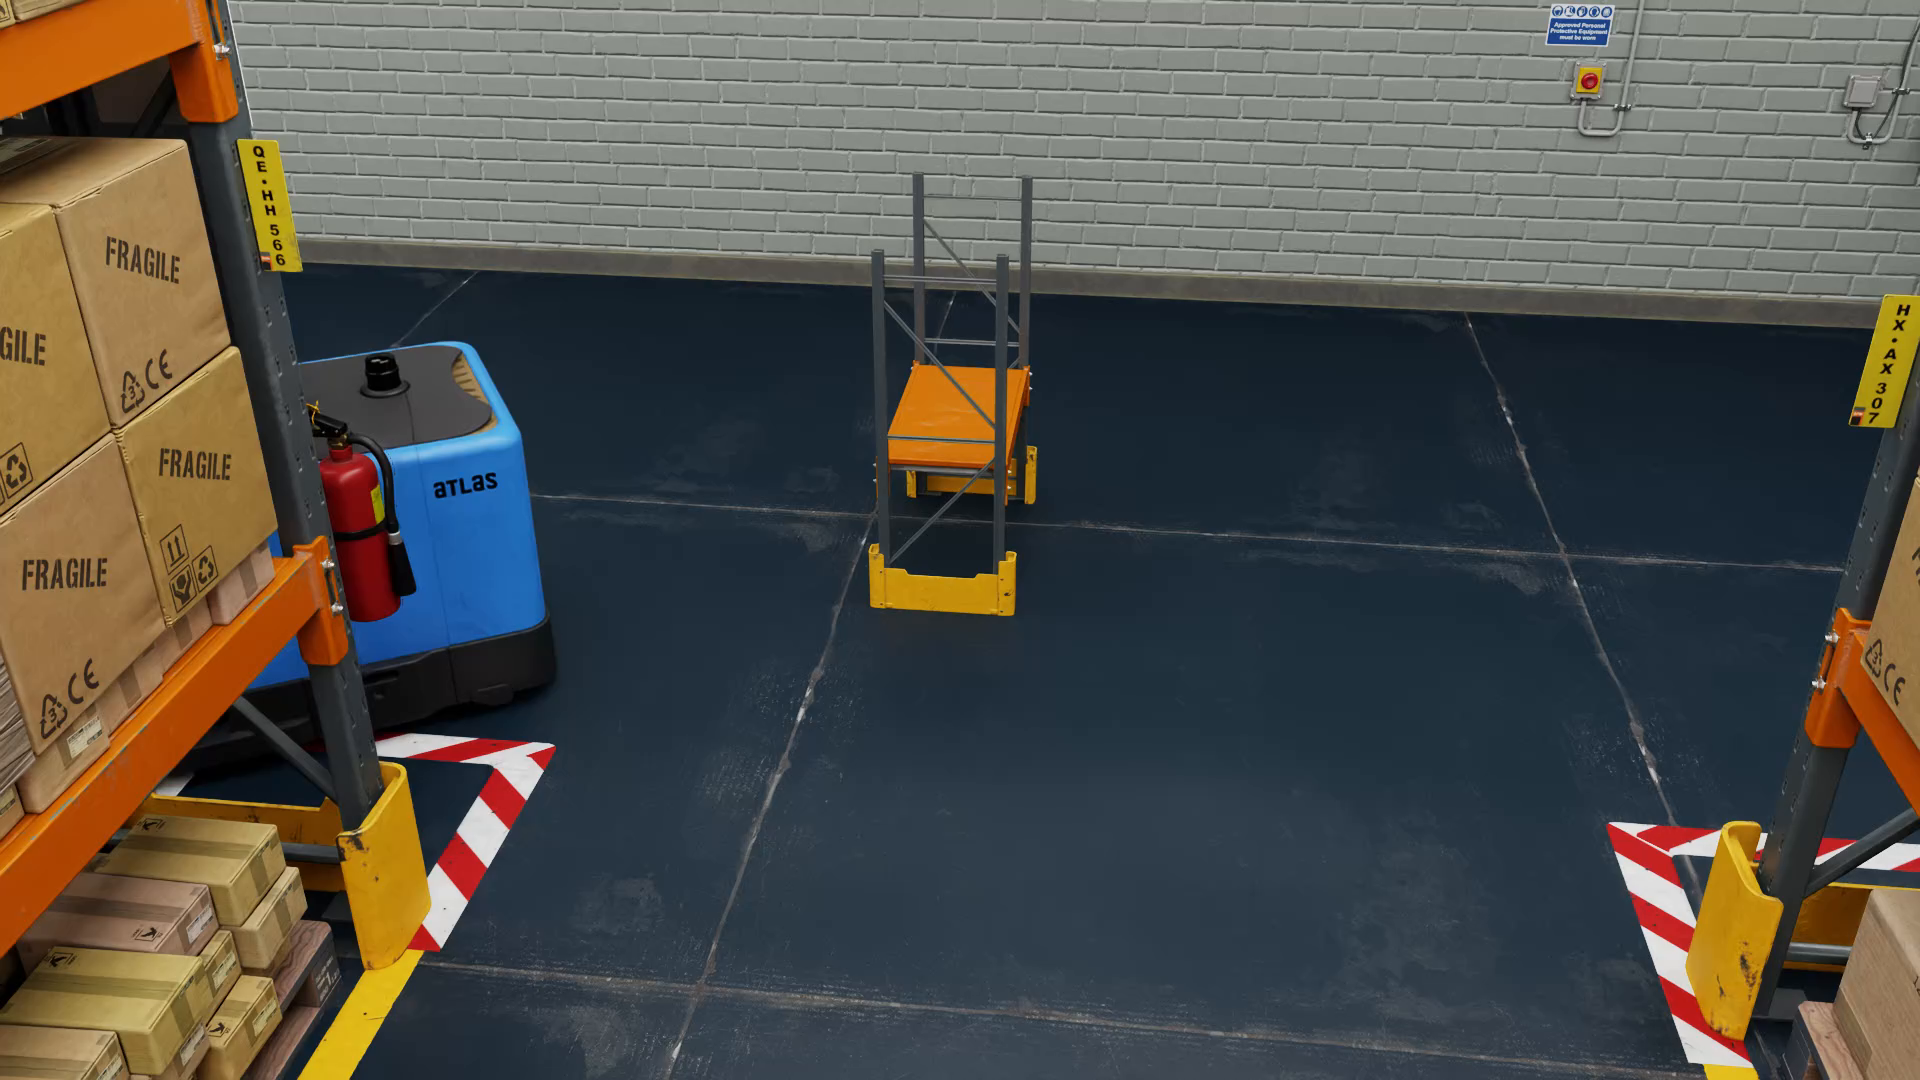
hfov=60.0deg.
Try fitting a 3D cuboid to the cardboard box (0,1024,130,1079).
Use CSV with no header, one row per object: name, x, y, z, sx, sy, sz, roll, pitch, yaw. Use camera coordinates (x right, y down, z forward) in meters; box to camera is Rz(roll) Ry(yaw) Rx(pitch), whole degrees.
cardboard box,-2.122,1.234,3.733,0.380,0.149,0.250,2,28,4

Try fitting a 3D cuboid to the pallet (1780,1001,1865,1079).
pallet,2.684,1.648,3.969,1.003,0.211,1.213,3,28,6

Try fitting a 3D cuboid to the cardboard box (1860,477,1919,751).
cardboard box,2.361,0.205,3.602,0.500,0.500,0.500,3,28,6

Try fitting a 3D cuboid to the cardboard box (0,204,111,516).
cardboard box,-2.092,-0.348,3.259,0.500,0.500,0.500,2,28,4

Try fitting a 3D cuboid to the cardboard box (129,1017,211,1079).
cardboard box,-2.064,1.248,4.020,0.380,0.149,0.250,2,28,4

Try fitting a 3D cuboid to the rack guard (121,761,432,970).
rack guard,-2.230,0.935,4.986,1.175,0.500,0.348,3,28,6

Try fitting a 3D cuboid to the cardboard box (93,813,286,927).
cardboard box,-2.034,0.871,4.406,0.380,0.149,0.250,4,29,7

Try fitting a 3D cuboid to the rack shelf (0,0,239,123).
rack shelf,-2.466,-0.263,2.172,1.077,0.370,4.000,3,28,6

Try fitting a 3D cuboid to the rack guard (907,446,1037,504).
rack guard,0.052,-0.309,7.559,0.587,0.250,0.087,3,28,6

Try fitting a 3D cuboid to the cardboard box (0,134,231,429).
cardboard box,-2.030,-0.586,3.702,0.500,0.500,0.500,3,28,5

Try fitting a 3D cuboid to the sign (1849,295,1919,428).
sign,2.154,-0.412,3.855,0.100,0.325,0.005,3,28,6

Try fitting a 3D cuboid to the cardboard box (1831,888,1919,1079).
cardboard box,2.723,1.299,3.935,0.875,0.438,0.875,2,28,4

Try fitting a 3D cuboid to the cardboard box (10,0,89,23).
cardboard box,-2.014,-1.226,3.358,0.500,0.250,0.500,3,28,5

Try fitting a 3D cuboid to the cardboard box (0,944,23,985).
cardboard box,-2.537,0.971,4.220,0.380,0.149,0.250,4,29,7

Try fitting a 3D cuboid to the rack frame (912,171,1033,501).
rack frame,0.052,-0.859,7.264,0.500,1.500,0.032,3,28,6

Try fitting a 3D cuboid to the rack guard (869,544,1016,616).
rack guard,-0.070,0.160,6.689,0.587,0.250,0.087,3,28,6

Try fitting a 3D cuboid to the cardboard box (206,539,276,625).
cardboard box,-1.980,0.080,4.204,0.380,0.149,0.250,3,28,6

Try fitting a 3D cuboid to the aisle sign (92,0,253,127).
aisle sign,-1.914,-1.362,3.875,0.394,0.787,0.004,3,28,6

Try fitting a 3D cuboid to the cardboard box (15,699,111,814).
cardboard box,-2.072,0.435,3.545,0.380,0.149,0.250,4,29,8

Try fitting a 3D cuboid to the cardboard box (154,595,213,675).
cardboard box,-2.048,0.195,3.991,0.380,0.149,0.250,3,28,6

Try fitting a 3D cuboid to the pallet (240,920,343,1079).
pallet,-2.365,1.443,4.349,1.003,0.211,1.213,3,28,6

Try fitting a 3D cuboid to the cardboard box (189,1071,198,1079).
cardboard box,-2.127,1.376,4.097,0.380,0.149,0.250,3,28,6

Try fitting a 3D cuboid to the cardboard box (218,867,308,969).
cardboard box,-2.002,1.004,4.474,0.380,0.149,0.250,3,28,5

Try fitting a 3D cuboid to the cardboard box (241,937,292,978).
cardboard box,-2.078,1.129,4.554,0.380,0.149,0.250,4,29,7

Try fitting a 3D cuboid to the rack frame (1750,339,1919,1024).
rack frame,2.704,0.039,4.014,1.000,3.000,0.127,3,28,6

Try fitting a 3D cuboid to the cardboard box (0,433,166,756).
cardboard box,-2.089,0.093,3.496,0.500,0.500,0.500,3,28,5

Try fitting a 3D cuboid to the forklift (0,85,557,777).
forklift,-3.061,-0.634,5.337,3.031,2.935,1.130,-12,31,-22

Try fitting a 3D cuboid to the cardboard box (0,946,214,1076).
cardboard box,-2.028,1.116,3.952,0.380,0.149,0.250,3,28,5

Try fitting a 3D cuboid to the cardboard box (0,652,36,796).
cardboard box,-2.141,0.332,3.052,0.500,0.500,0.500,3,29,6

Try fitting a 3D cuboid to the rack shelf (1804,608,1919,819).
rack shelf,2.459,1.298,2.437,1.077,0.370,4.000,3,28,6

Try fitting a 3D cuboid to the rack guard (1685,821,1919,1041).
rack guard,2.707,1.129,4.628,1.175,0.500,0.348,3,28,6

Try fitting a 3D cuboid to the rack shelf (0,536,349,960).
rack shelf,-2.466,1.057,2.883,1.077,0.370,4.000,3,28,6

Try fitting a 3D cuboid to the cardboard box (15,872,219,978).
cardboard box,-2.122,0.986,4.192,0.380,0.149,0.250,4,29,7

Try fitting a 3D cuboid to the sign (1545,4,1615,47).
sign,3.332,-2.767,8.938,0.327,0.218,0.001,3,28,6

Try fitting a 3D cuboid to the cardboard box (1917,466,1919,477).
cardboard box,2.363,-0.235,3.365,0.500,0.500,0.500,3,28,5

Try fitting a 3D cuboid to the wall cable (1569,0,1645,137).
wall cable,3.372,-3.077,8.695,0.585,1.953,0.123,3,28,6

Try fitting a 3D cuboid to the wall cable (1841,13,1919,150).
wall cable,4.781,-2.987,8.560,0.588,1.984,0.122,3,28,6

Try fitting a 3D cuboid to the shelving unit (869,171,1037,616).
shelving unit,-0.009,-0.624,6.828,0.587,1.500,1.083,3,28,6

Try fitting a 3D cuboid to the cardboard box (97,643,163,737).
cardboard box,-2.064,0.314,3.770,0.380,0.149,0.250,3,28,6

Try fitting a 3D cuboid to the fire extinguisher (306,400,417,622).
fire extinguisher,-1.732,-0.094,4.737,0.296,0.674,0.183,3,28,6

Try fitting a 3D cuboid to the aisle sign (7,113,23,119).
aisle sign,-2.509,-1.397,3.940,0.394,0.787,0.004,3,28,6

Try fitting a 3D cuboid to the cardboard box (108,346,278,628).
cardboard box,-2.020,-0.149,3.945,0.500,0.500,0.500,4,29,7

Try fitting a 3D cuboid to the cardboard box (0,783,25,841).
cardboard box,-2.133,0.557,3.318,0.380,0.149,0.250,2,28,4

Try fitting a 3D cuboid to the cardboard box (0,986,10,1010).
cardboard box,-2.571,1.216,4.079,0.380,0.149,0.250,4,29,7

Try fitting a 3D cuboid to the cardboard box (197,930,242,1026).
cardboard box,-2.088,1.123,4.251,0.380,0.149,0.250,3,28,5

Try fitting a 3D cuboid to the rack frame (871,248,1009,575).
rack frame,-0.073,-0.381,6.376,0.500,1.500,0.032,3,28,6

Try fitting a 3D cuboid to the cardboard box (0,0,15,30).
cardboard box,-2.069,-0.985,2.912,0.500,0.250,0.500,3,28,6

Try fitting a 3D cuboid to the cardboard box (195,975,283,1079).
cardboard box,-2.009,1.256,4.318,0.380,0.149,0.250,4,29,8

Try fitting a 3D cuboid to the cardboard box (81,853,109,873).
cardboard box,-2.540,0.970,4.536,0.380,0.149,0.250,5,29,8

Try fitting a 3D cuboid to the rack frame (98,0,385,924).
rack frame,-2.221,-0.201,4.460,1.000,3.000,0.127,3,28,6

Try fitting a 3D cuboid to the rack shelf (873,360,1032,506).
rack shelf,-0.010,-0.462,6.905,0.538,0.185,1.000,3,28,6

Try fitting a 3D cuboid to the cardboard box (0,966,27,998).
cardboard box,-2.629,1.096,4.303,0.380,0.149,0.250,3,28,6

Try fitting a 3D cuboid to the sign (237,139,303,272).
sign,-1.672,-0.808,4.033,0.100,0.325,0.005,3,28,6
